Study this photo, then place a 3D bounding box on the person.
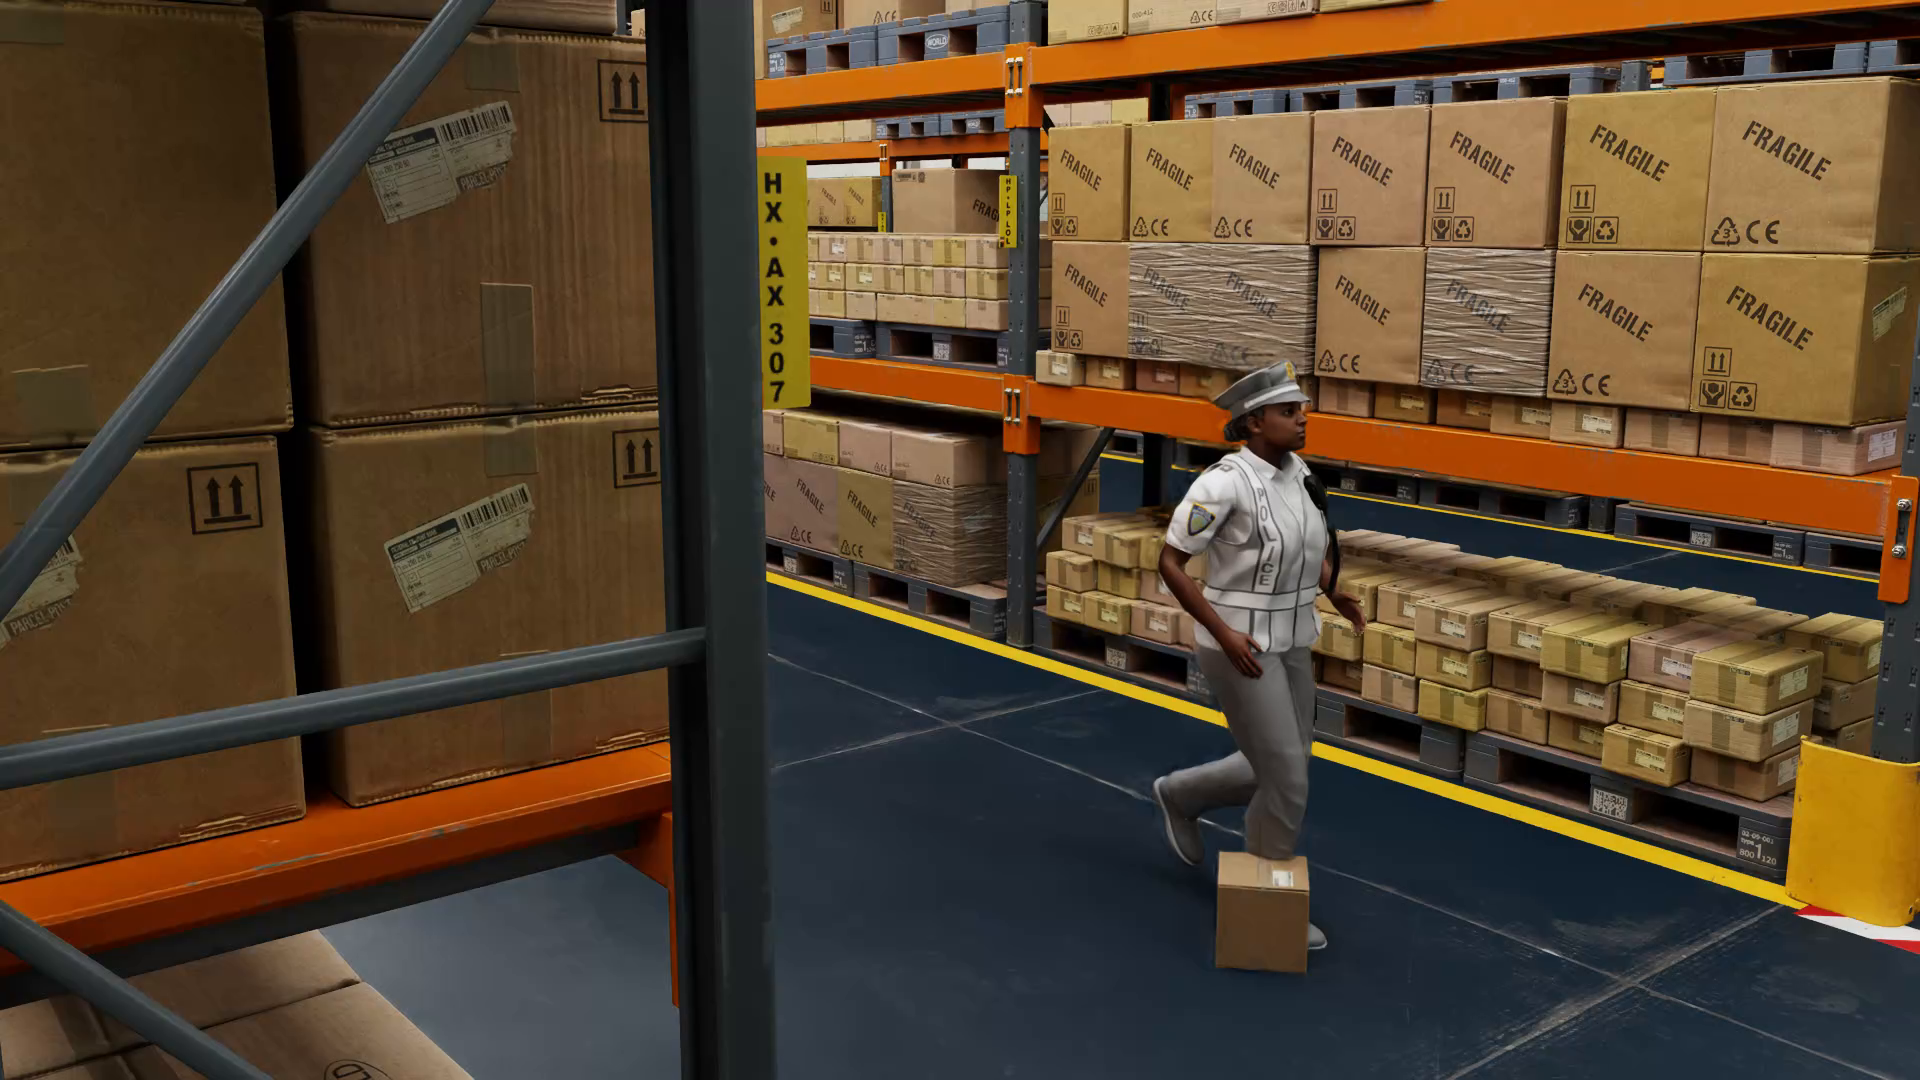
[{"bbox_3d":[0.838,0.306,4.882,0.606,1.686,0.687,-11,15,-43],"label":"person"}]
